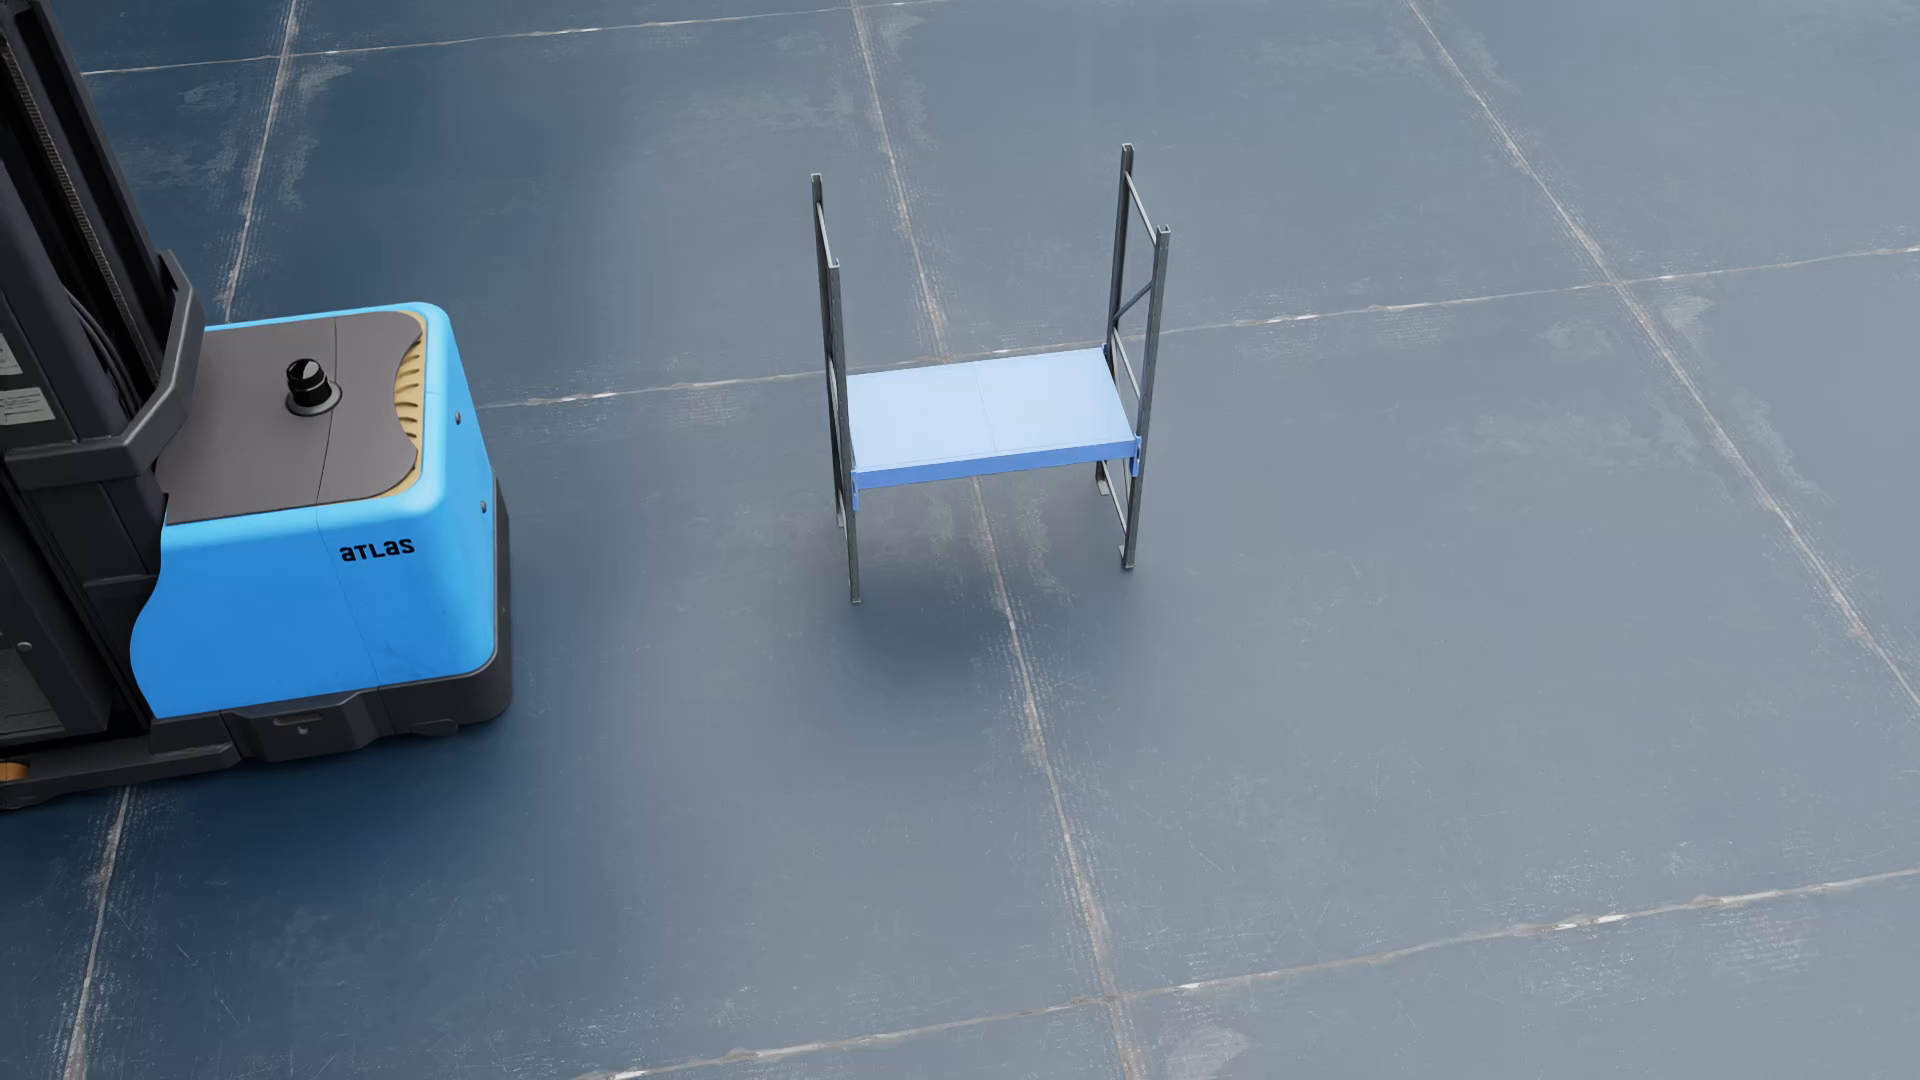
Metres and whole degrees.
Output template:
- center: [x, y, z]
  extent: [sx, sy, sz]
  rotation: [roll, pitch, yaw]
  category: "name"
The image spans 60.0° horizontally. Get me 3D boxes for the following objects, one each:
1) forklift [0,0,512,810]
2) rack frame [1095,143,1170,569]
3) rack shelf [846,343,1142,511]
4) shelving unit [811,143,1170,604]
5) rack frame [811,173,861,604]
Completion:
- center: [-3.091, -0.530, 4.726]
  extent: [3.031, 2.935, 1.130]
  rotation: [-8, 47, -8]
  category: "forklift"
- center: [0.585, -0.593, 5.780]
  extent: [0.032, 1.500, 0.500]
  rotation: [-7, 46, -7]
  category: "rack frame"
- center: [0.084, -0.406, 5.850]
  extent: [1.000, 0.185, 0.538]
  rotation: [-7, 46, -7]
  category: "rack shelf"
- center: [0.084, -0.531, 5.720]
  extent: [1.048, 1.500, 0.538]
  rotation: [-7, 46, -7]
  category: "shelving unit"
- center: [-0.417, -0.468, 5.660]
  extent: [0.032, 1.500, 0.500]
  rotation: [-7, 46, -7]
  category: "rack frame"
